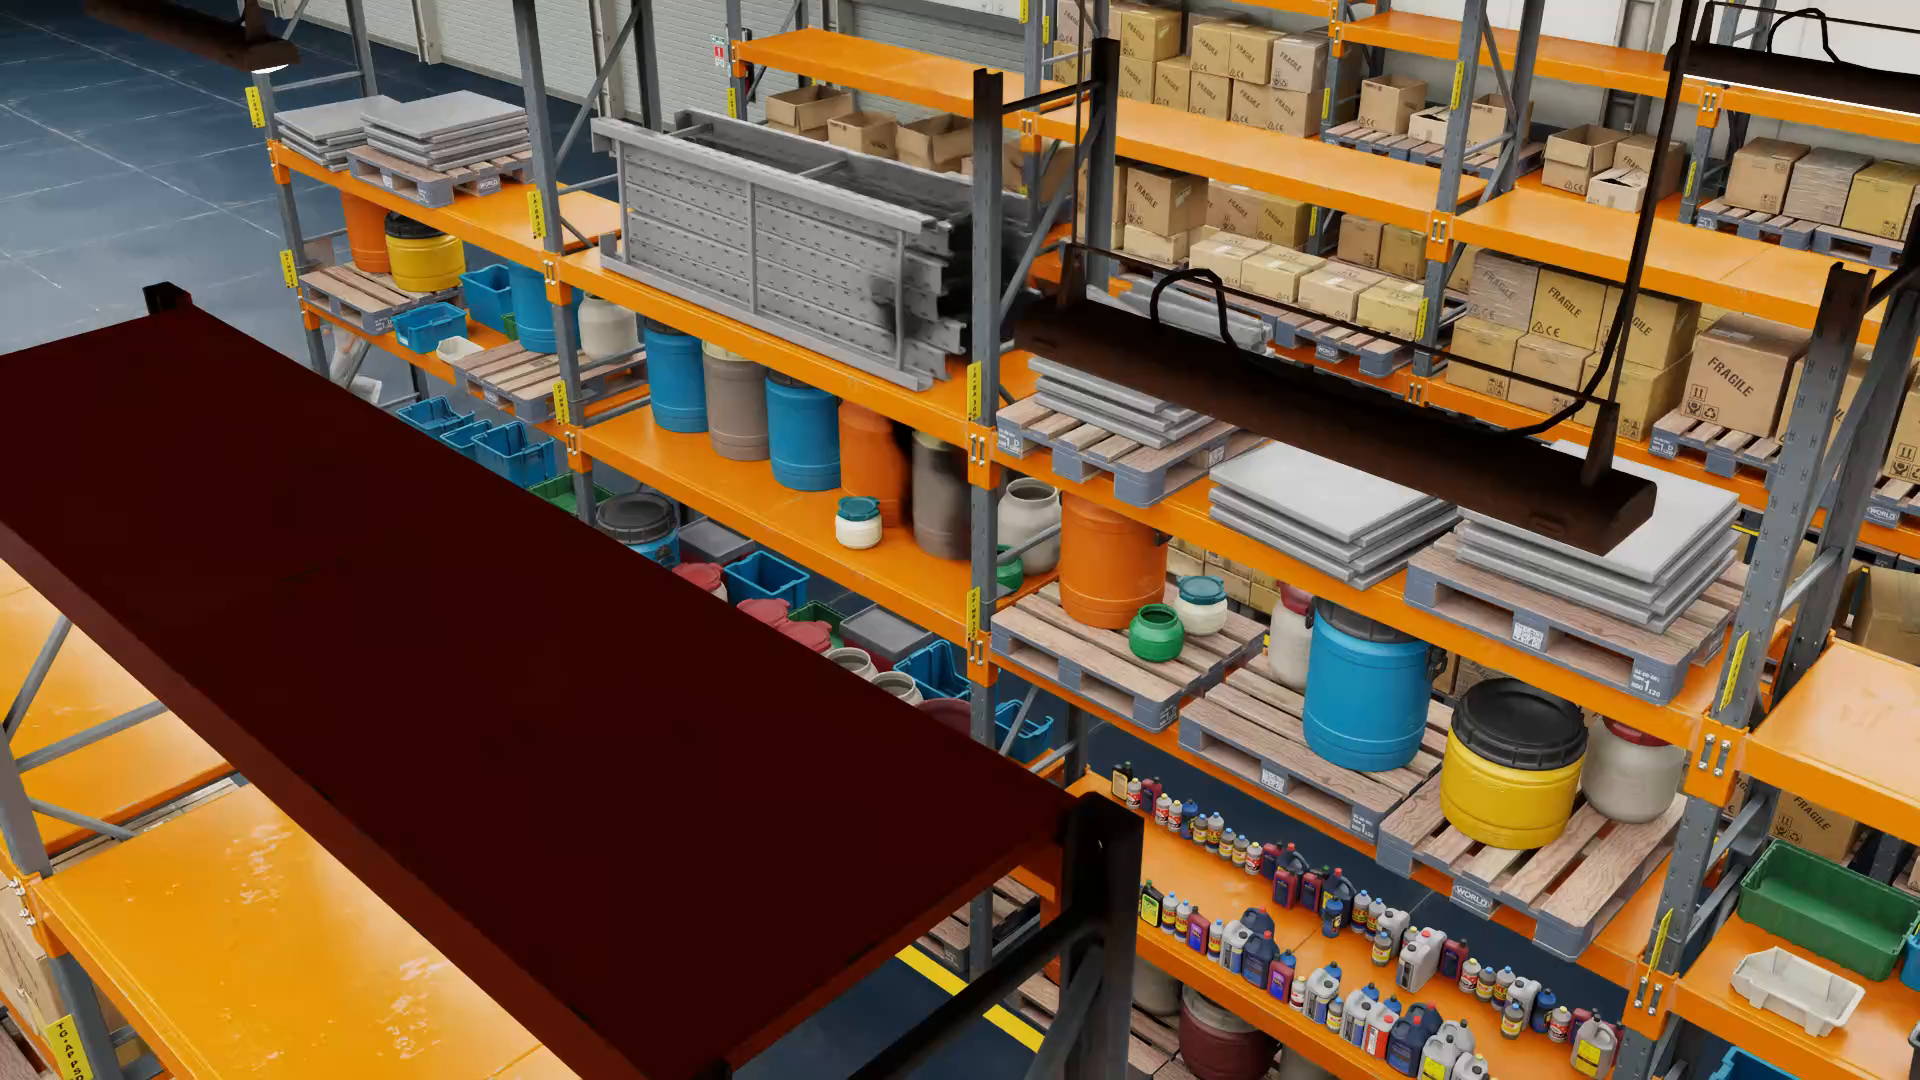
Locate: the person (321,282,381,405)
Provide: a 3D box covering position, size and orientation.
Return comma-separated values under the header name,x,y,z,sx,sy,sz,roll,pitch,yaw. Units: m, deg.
name,x,y,z,sx,sy,sz,roll,pitch,yaw
person,-6.763,-2.127,18.365,0.550,1.627,0.614,-14,32,-23
